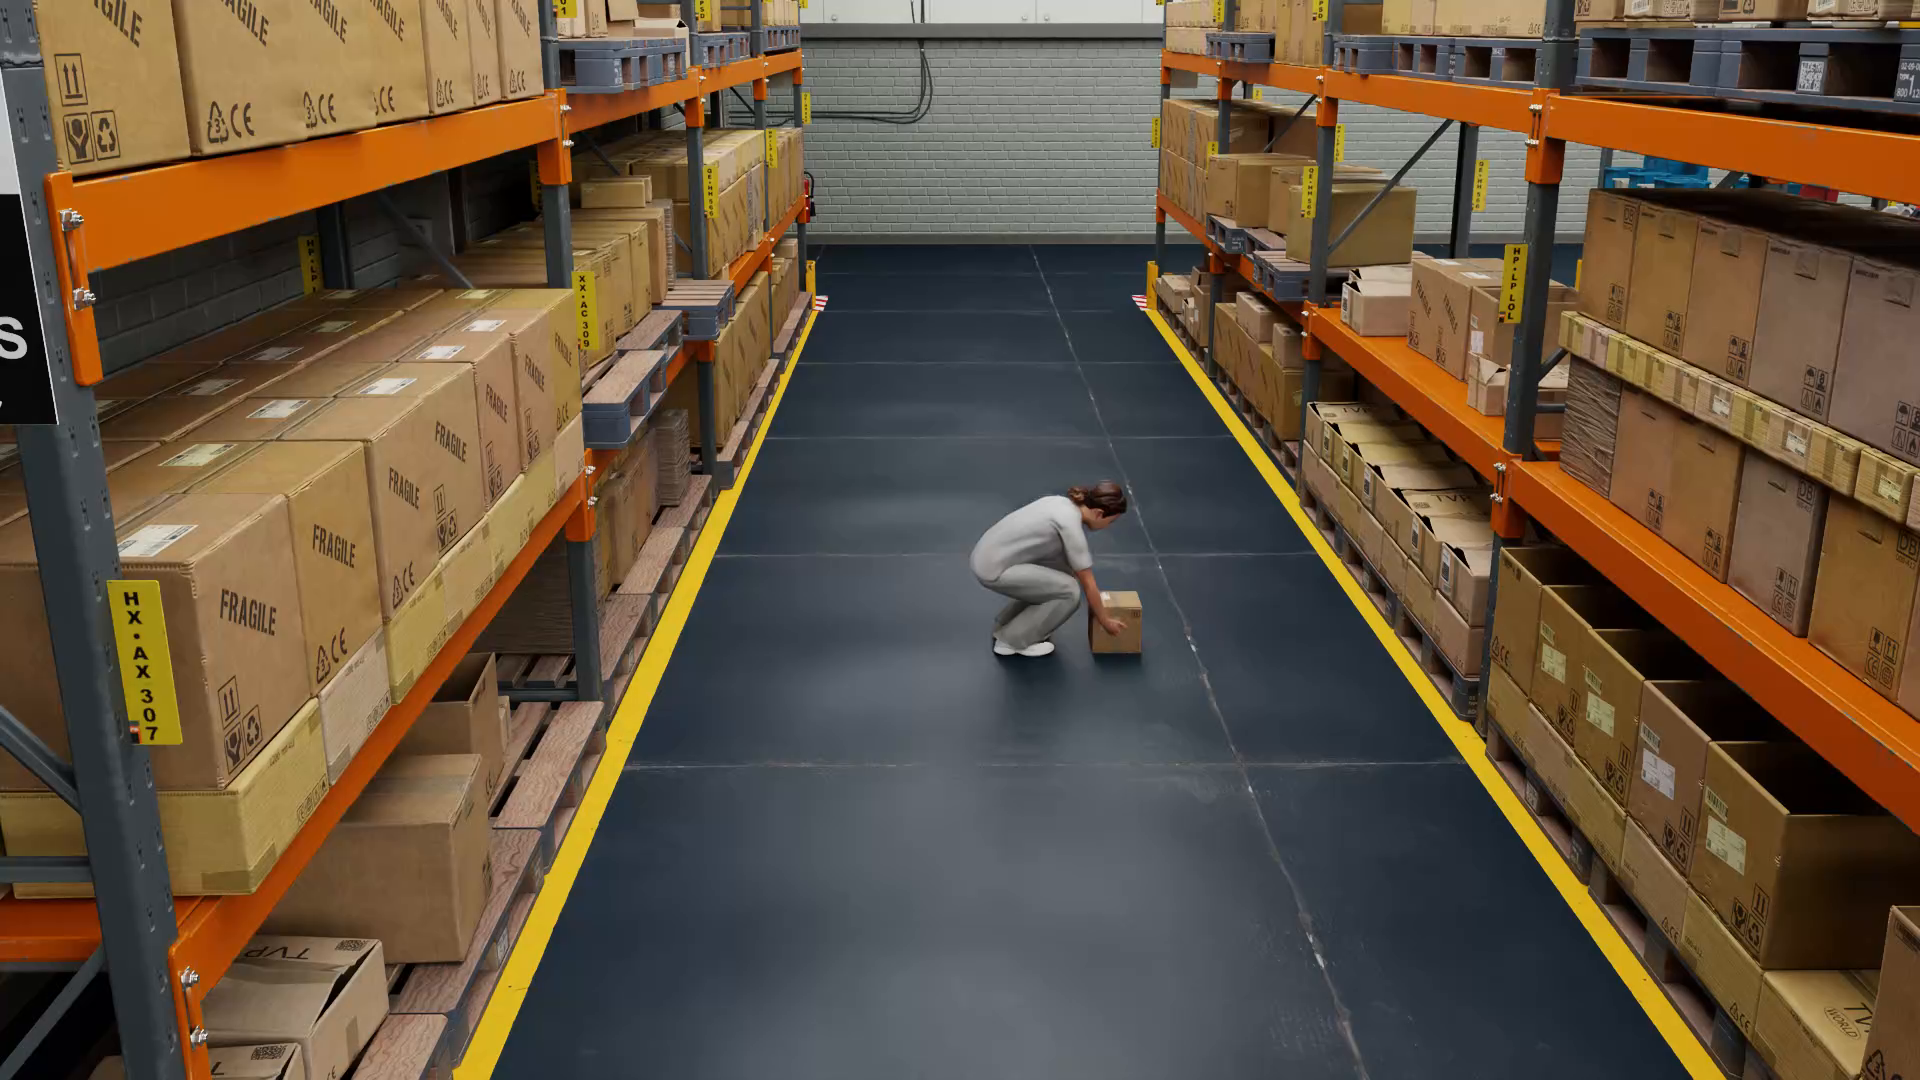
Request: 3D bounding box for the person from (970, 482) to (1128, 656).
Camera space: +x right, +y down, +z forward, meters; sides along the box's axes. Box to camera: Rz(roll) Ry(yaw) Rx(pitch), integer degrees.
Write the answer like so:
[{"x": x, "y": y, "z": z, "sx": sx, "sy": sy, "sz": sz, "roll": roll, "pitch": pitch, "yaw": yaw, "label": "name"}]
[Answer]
[{"x": 0.450, "y": 0.133, "z": 8.506, "sx": 0.803, "sy": 0.858, "sz": 0.484, "roll": 0, "pitch": 17, "yaw": -1, "label": "person"}]
